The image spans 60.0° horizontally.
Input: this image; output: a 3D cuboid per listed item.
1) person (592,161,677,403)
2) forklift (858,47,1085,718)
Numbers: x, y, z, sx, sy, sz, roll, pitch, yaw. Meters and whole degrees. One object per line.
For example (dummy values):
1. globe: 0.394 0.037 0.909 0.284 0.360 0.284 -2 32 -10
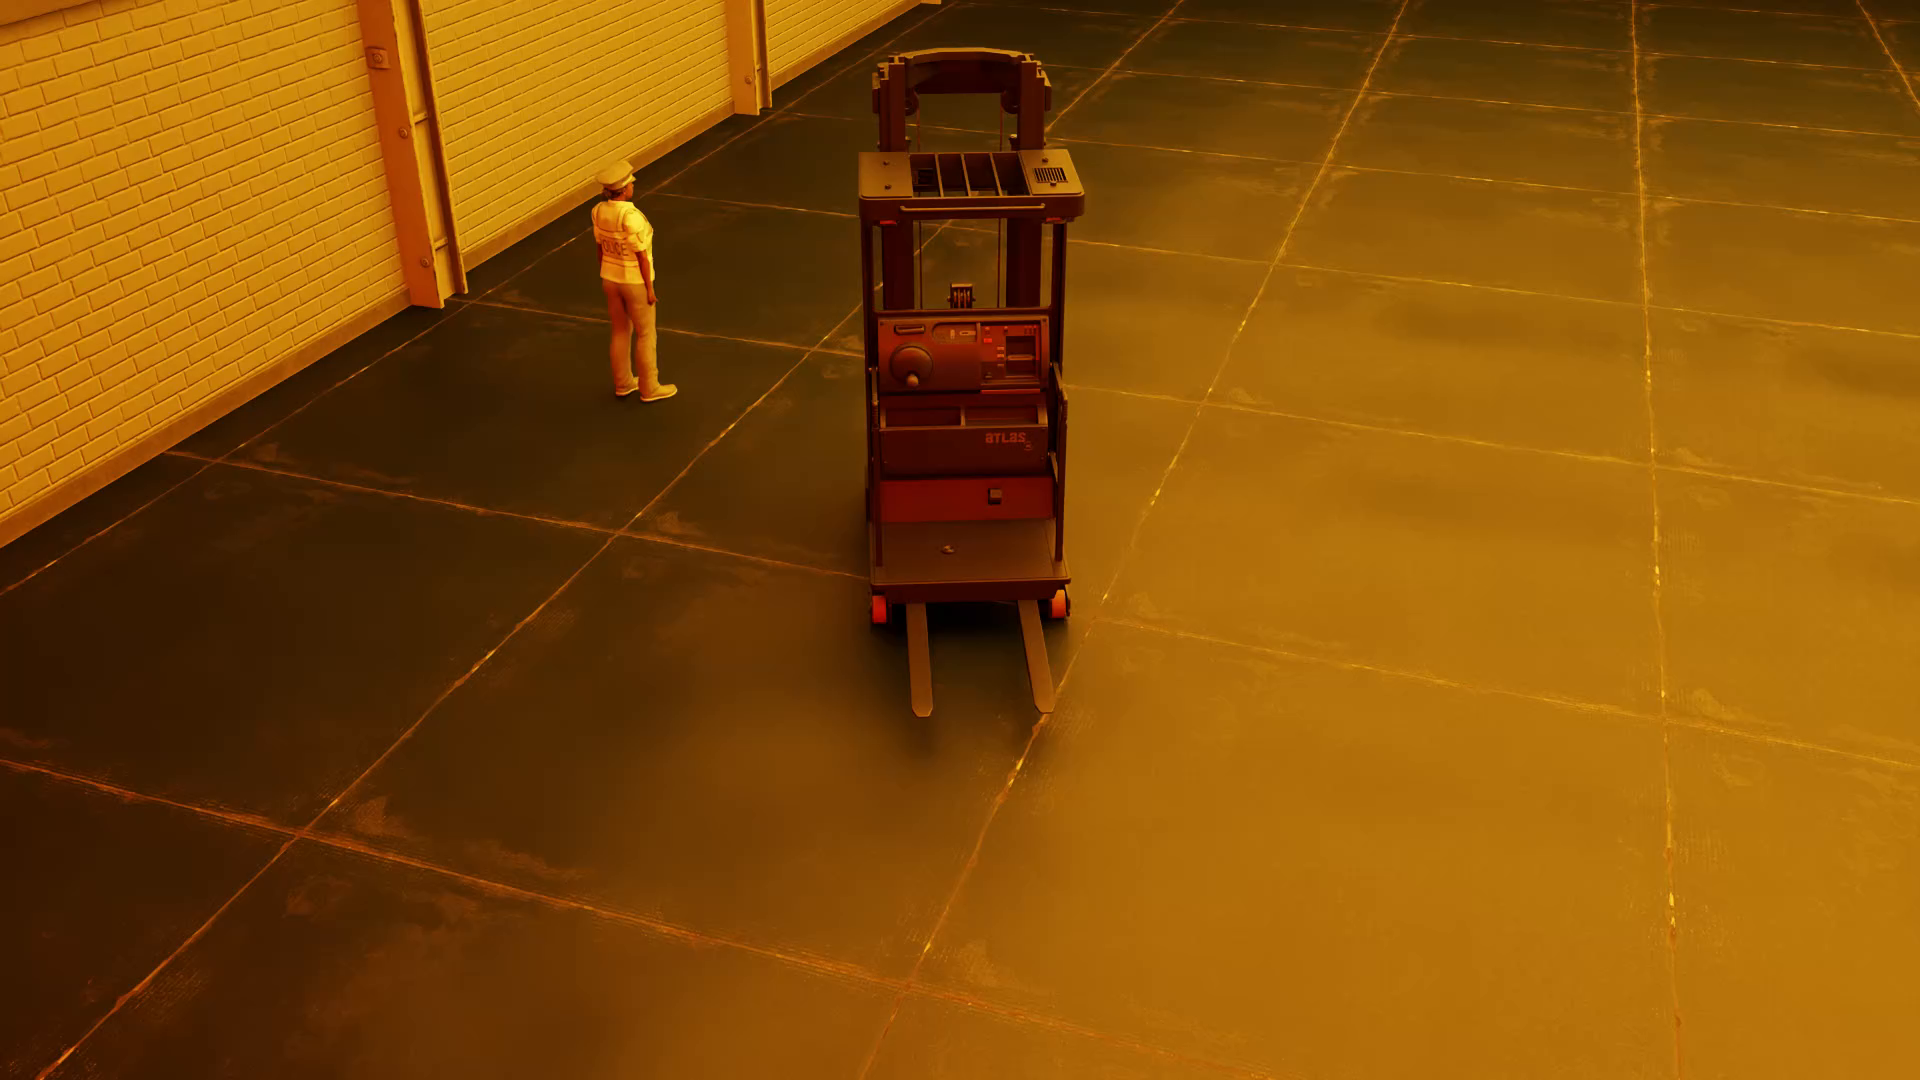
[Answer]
1. person: -2.283 -1.784 11.524 0.446 1.692 0.339 18 34 28
2. forklift: 0.035 -0.972 8.842 1.130 2.935 3.031 -2 30 -3
